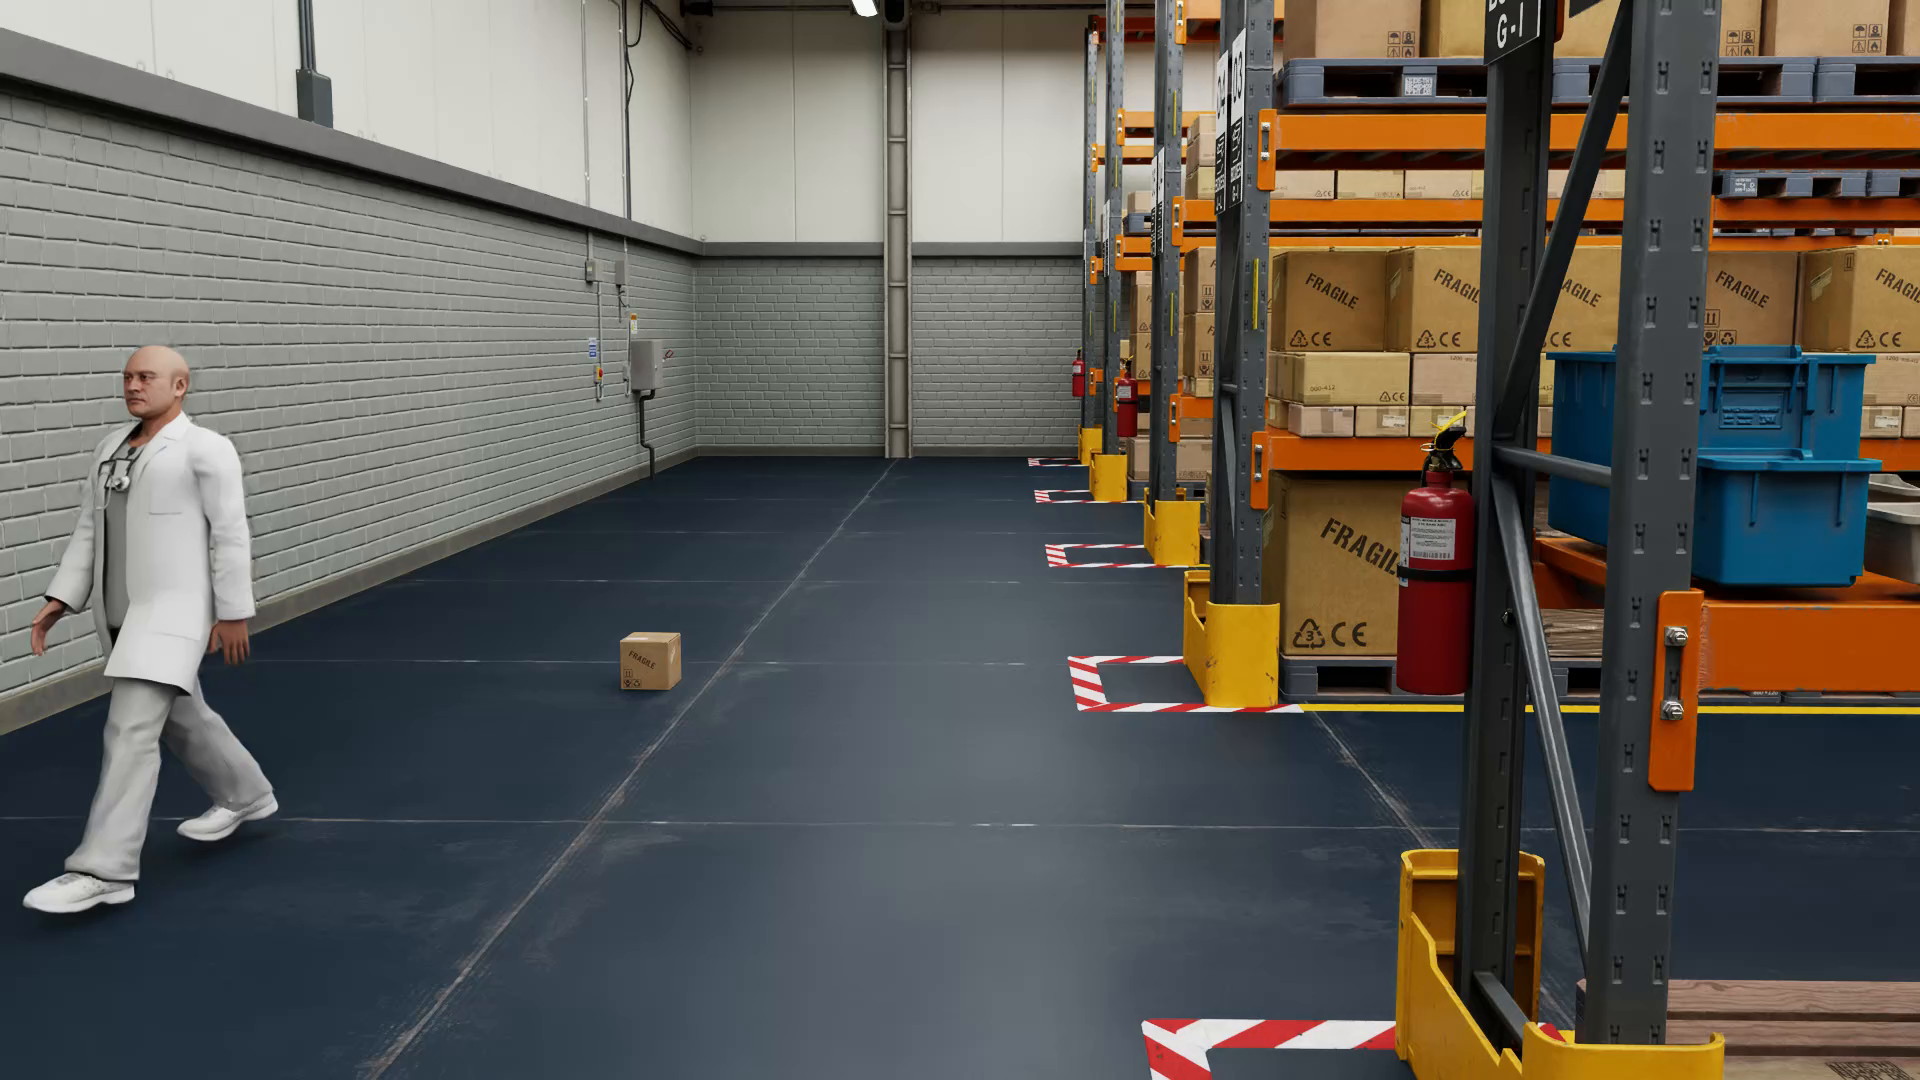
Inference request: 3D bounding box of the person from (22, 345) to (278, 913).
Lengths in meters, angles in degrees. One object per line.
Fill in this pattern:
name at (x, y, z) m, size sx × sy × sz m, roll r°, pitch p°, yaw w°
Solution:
person at (-2.648, 0.283, 5.380) m, size 0.574 × 1.639 × 1.102 m, roll 3°, pitch 8°, yaw 25°
